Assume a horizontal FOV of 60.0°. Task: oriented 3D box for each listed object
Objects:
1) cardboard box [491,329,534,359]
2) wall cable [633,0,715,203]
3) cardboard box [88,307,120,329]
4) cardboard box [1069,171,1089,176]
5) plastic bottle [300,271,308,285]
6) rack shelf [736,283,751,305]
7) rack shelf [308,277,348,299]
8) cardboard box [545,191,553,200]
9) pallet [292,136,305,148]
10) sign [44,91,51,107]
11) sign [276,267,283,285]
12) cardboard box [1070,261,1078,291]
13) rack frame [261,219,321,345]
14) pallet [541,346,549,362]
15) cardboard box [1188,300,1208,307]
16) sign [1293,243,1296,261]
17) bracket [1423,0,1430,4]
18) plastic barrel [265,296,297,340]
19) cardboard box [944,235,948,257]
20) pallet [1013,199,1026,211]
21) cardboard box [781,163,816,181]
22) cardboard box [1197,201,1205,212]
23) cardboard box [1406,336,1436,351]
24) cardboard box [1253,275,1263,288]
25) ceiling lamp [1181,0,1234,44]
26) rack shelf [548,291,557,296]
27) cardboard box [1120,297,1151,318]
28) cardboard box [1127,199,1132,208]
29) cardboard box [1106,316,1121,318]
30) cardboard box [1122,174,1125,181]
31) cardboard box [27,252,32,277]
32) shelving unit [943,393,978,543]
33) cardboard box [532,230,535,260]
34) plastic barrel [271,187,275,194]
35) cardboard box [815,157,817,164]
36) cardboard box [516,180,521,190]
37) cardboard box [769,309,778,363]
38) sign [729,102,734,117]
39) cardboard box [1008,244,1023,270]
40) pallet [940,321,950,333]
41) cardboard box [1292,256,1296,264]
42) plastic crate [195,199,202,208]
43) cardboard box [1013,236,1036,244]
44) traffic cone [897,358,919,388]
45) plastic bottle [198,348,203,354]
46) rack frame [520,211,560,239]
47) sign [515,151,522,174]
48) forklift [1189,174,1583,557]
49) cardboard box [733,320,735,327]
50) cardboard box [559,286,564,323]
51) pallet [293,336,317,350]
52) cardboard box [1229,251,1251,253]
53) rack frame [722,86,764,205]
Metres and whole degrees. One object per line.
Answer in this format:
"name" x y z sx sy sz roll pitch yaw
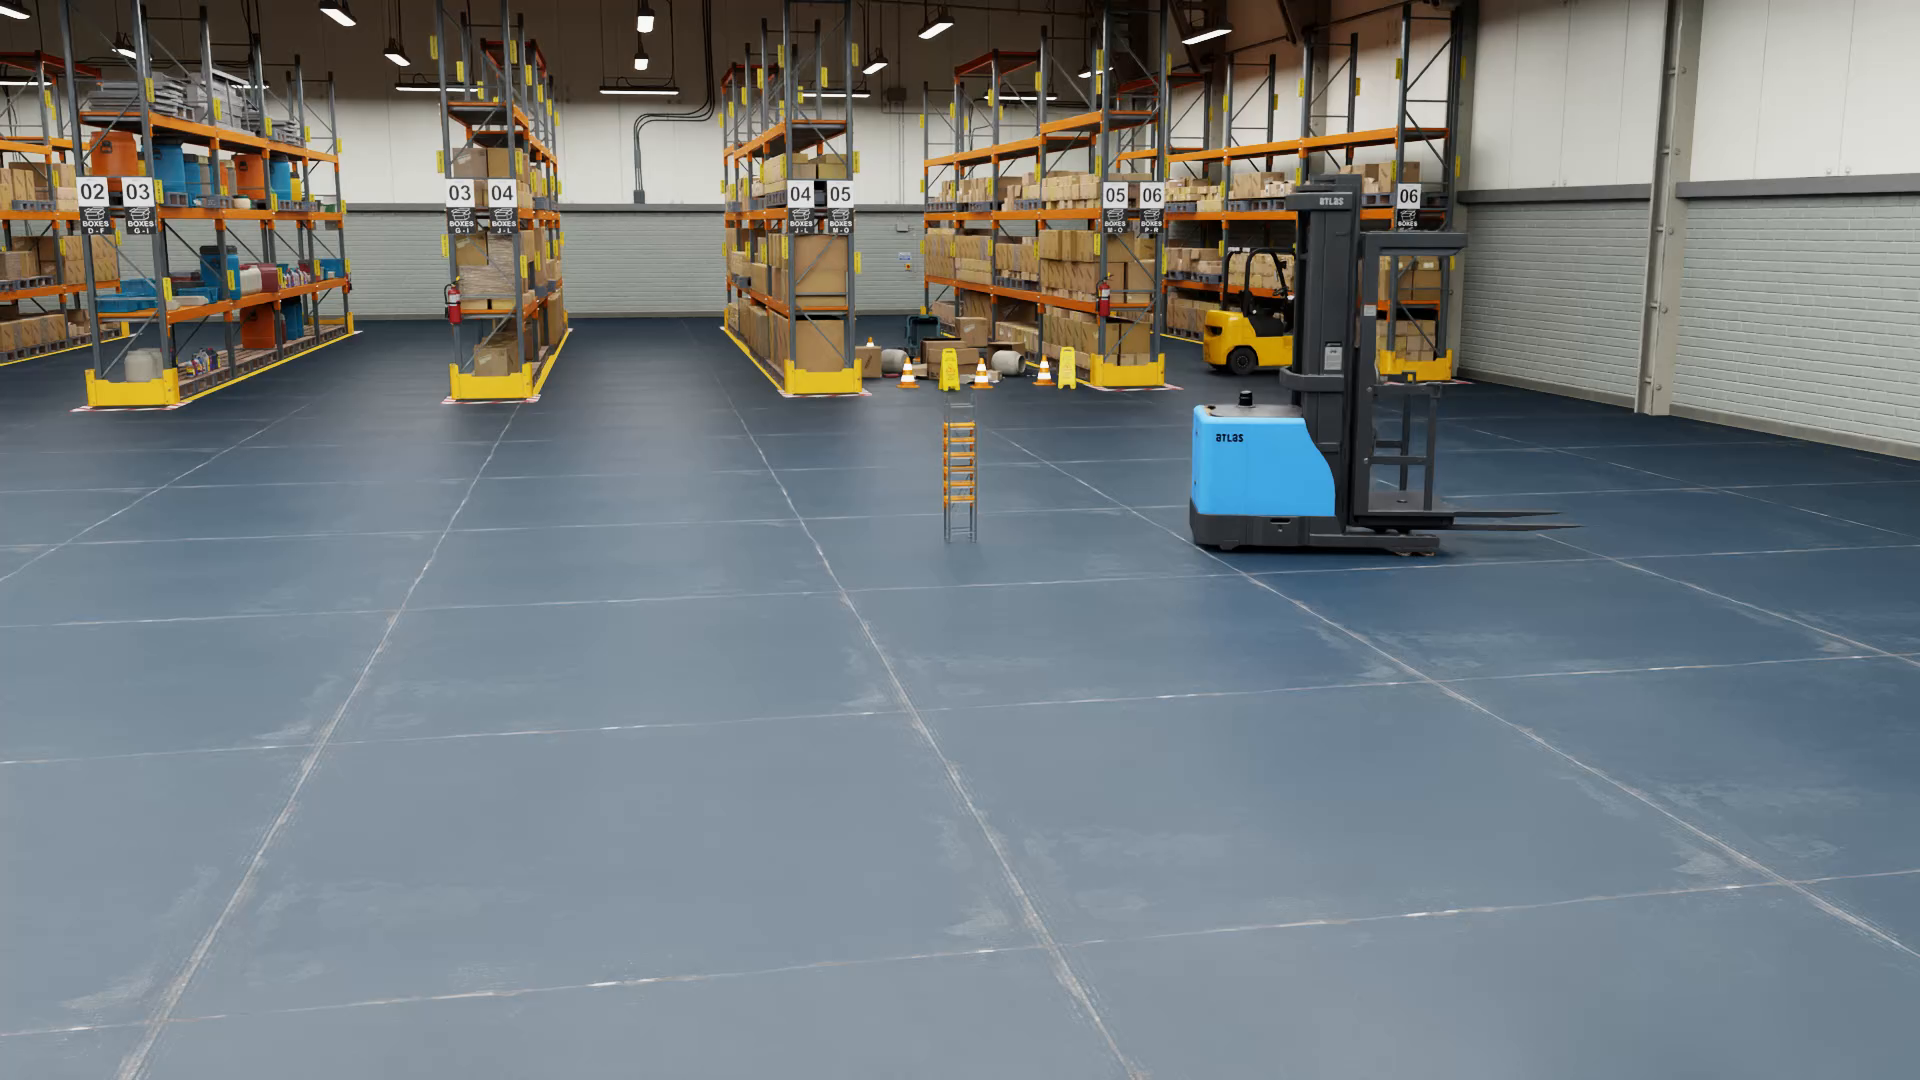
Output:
"cardboard box" -7.880 -3.442 29.268 0.700 0.500 0.500 -3 11 -15
"wall cable" -7.835 -12.231 45.289 2.277 5.999 0.120 -2 11 -11
"cardboard box" -19.486 -5.079 37.870 0.500 0.500 0.500 -2 11 -11
"cardboard box" 2.111 -6.766 31.139 0.500 0.250 0.500 -2 11 -12
"plastic bottle" -13.803 -5.506 34.936 0.152 0.276 0.135 -2 11 -11
"rack shelf" -4.064 -5.250 35.179 1.077 0.370 4.000 -2 11 -11
"rack shelf" -14.585 -5.641 37.237 1.077 0.370 4.000 -2 11 -11
"cardboard box" -9.612 -7.927 37.643 0.700 0.500 0.500 -2 11 -9
"pallet" -14.005 -8.135 33.945 1.003 0.211 1.213 -2 11 -11
"sign" -18.513 -8.953 33.748 0.100 0.325 0.005 -2 11 -11
"sign" -12.880 -4.996 31.485 0.100 0.325 0.005 -2 11 -11
"cardboard box" 2.154 -4.436 27.918 0.500 0.500 0.500 -2 11 -11
"rack frame" -14.196 -5.628 35.242 1.000 3.000 0.127 -2 11 -11
"pallet" -8.409 -3.561 31.842 1.003 0.211 1.213 -2 11 -11
"cardboard box" 5.375 -5.334 37.525 0.380 0.149 0.250 -2 11 -9
"sign" 6.277 -5.391 31.111 0.100 0.325 0.005 -2 11 -11
"bracket" 7.905 -9.088 27.749 0.235 0.232 0.430 -2 11 -11
"plastic barrel" -13.970 -4.573 34.190 0.600 0.901 0.708 -2 11 -11
"cardboard box" -0.071 -6.878 38.872 0.500 0.500 0.500 -2 11 -12
"pallet" 1.718 -6.390 31.724 1.213 0.211 1.003 -2 11 -11
"cardboard box" -2.488 -5.650 25.551 0.500 0.250 0.500 -2 11 -10
"cardboard box" 5.495 -7.285 36.328 0.500 0.250 0.500 -2 11 -11
"cardboard box" 7.697 -3.344 28.135 0.500 0.250 0.500 -2 11 -10
"cardboard box" 6.175 -5.170 33.239 0.500 0.250 0.500 -2 11 -9
"ceiling lamp" 4.678 -10.592 29.665 0.800 3.185 2.000 -2 11 -11
"rack shelf" -8.949 -5.088 34.329 1.077 0.370 4.000 -2 11 -11
"cardboard box" 4.499 -5.947 42.475 0.797 0.503 0.637 -3 11 -13
"cardboard box" 2.832 -5.435 26.880 0.380 0.149 0.250 -2 11 -13
"cardboard box" 2.518 -3.640 29.021 0.500 0.500 0.500 -2 11 -8
"cardboard box" 2.783 -5.828 26.809 0.380 0.149 0.250 -2 11 -11
"cardboard box" -18.987 -5.485 33.101 0.700 0.500 0.500 0 11 -2
"shelving unit" 0.003 -0.587 13.570 0.258 1.200 0.189 -2 11 -11
"cardboard box" -7.425 -4.955 27.968 0.500 0.500 0.500 -2 11 -11
"plastic barrel" -13.399 -6.700 32.148 0.294 0.245 0.294 0 11 0
"cardboard box" -2.118 -6.072 26.703 0.380 0.149 0.250 -2 11 -12
"cardboard box" -6.786 -5.313 24.900 0.380 0.149 0.250 -2 11 -10
"cardboard box" -2.843 -3.547 28.870 0.875 0.875 0.875 -2 11 -10
"sign" -4.989 -9.398 36.297 0.100 0.325 0.005 -2 11 -11
"cardboard box" 1.239 -5.553 32.662 0.500 0.500 0.500 -2 11 -10
"pallet" 0.071 -5.165 40.269 1.003 0.211 1.213 -2 11 -11
"cardboard box" 6.523 -5.305 31.542 0.380 0.149 0.250 -2 11 -9
"plastic crate" -11.932 -5.225 25.808 0.243 0.136 0.396 -2 11 -11
"cardboard box" 1.305 -6.074 34.647 0.500 0.500 0.500 -2 11 -13
"traffic cone" -0.830 -2.672 26.496 0.336 0.463 0.334 -2 11 -11
"plastic bottle" -12.374 -2.963 27.147 0.144 0.351 0.185 -2 11 -11
"rack frame" -10.116 -6.542 40.043 1.000 3.000 0.127 -2 11 -11
"sign" -6.472 -5.530 24.367 0.100 0.325 0.005 -2 11 -11
"forklift" 3.419 -1.413 13.280 3.031 2.935 1.130 1 11 4
"cardboard box" -5.065 -5.025 38.576 0.380 0.149 0.250 -2 11 -11
"cardboard box" -9.913 -5.590 39.601 0.875 0.875 0.875 -2 11 -11
"pallet" -14.087 -4.115 34.752 1.003 0.211 1.213 -2 11 -11
"cardboard box" 6.082 -5.971 35.657 0.500 0.500 0.500 -2 11 -8
"rack frame" -5.231 -9.651 40.333 1.000 3.000 0.127 -2 11 -11
